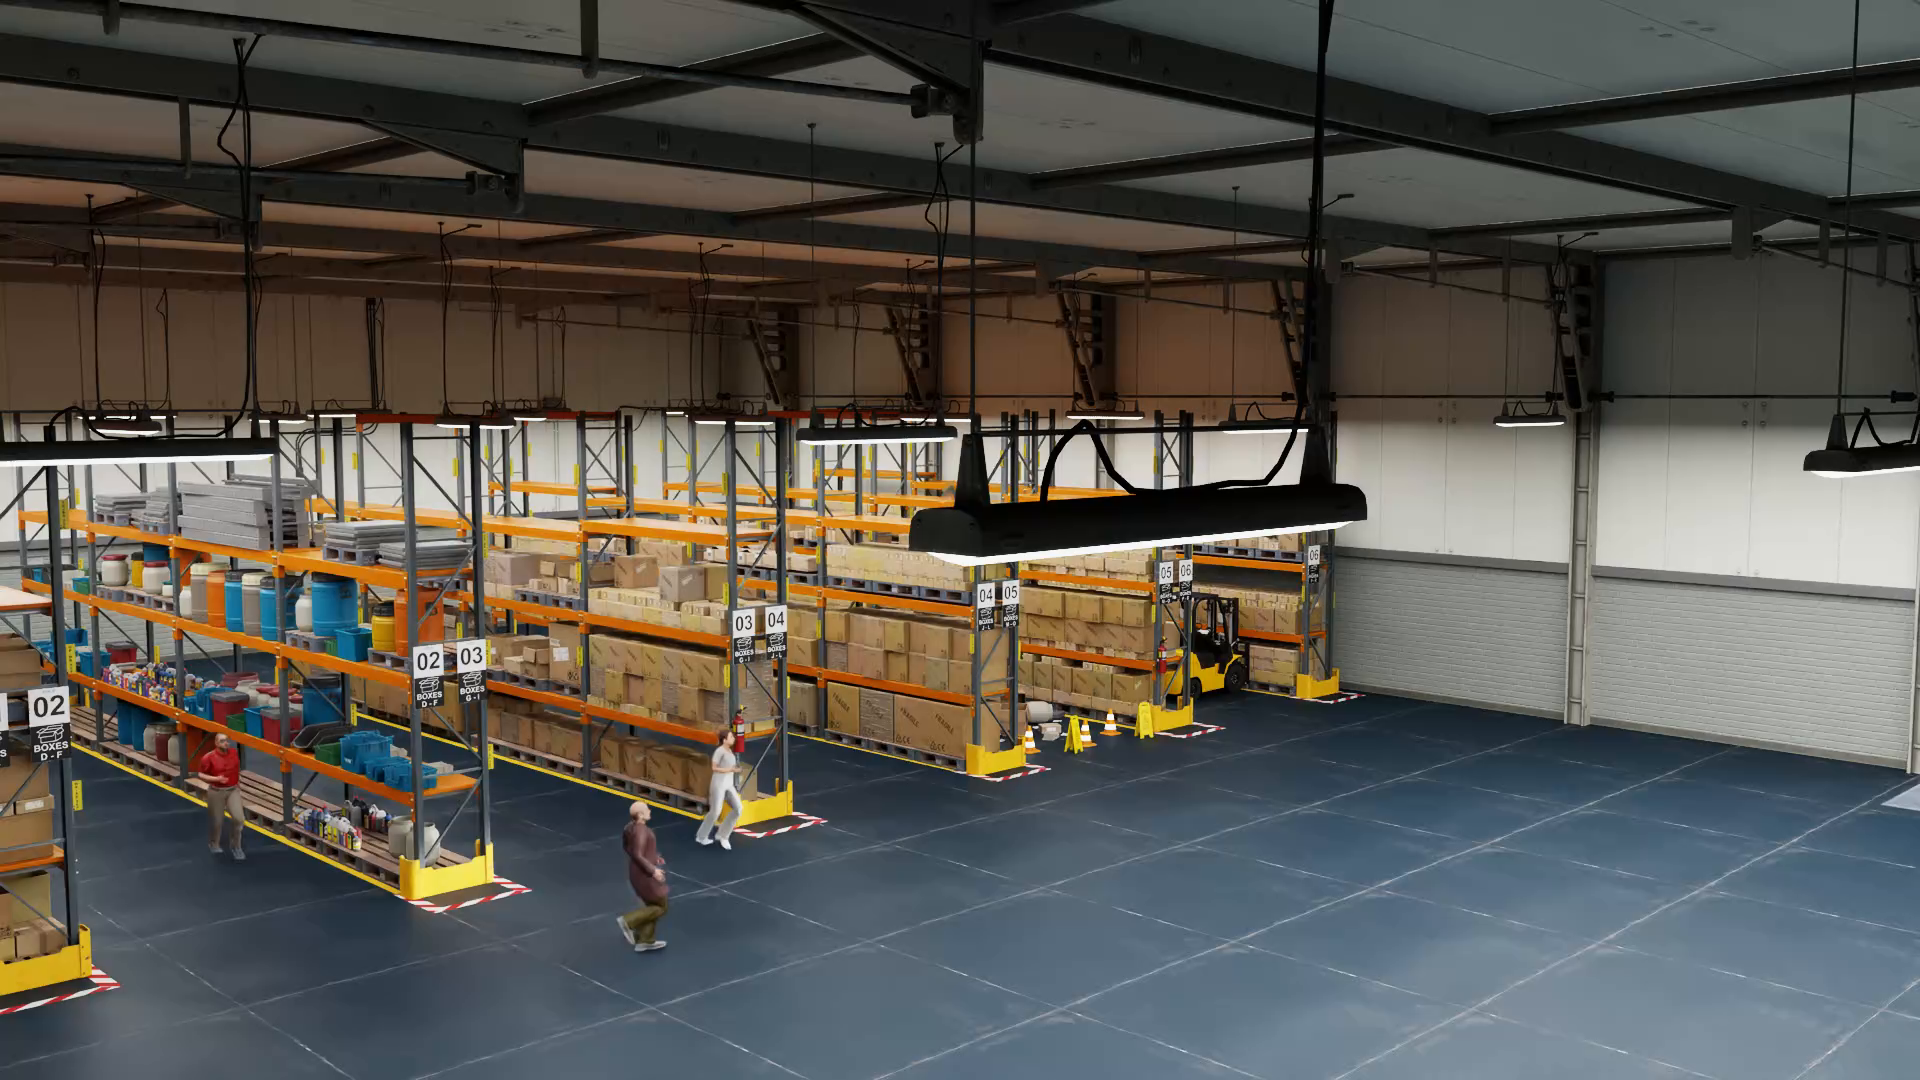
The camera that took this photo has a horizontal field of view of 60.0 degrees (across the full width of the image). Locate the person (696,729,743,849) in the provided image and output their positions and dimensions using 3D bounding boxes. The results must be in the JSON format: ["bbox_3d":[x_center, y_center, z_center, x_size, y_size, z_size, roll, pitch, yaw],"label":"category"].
[{"bbox_3d":[-3.324,3.488,23.418,0.670,1.668,0.575,3,6,27],"label":"person"}]

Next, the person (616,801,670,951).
[{"bbox_3d":[-3.631,3.826,18.918,0.640,1.727,0.707,-2,6,-27],"label":"person"}]

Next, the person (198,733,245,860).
[{"bbox_3d":[-10.079,3.520,22.735,0.641,1.794,0.781,-5,7,-44],"label":"person"}]
